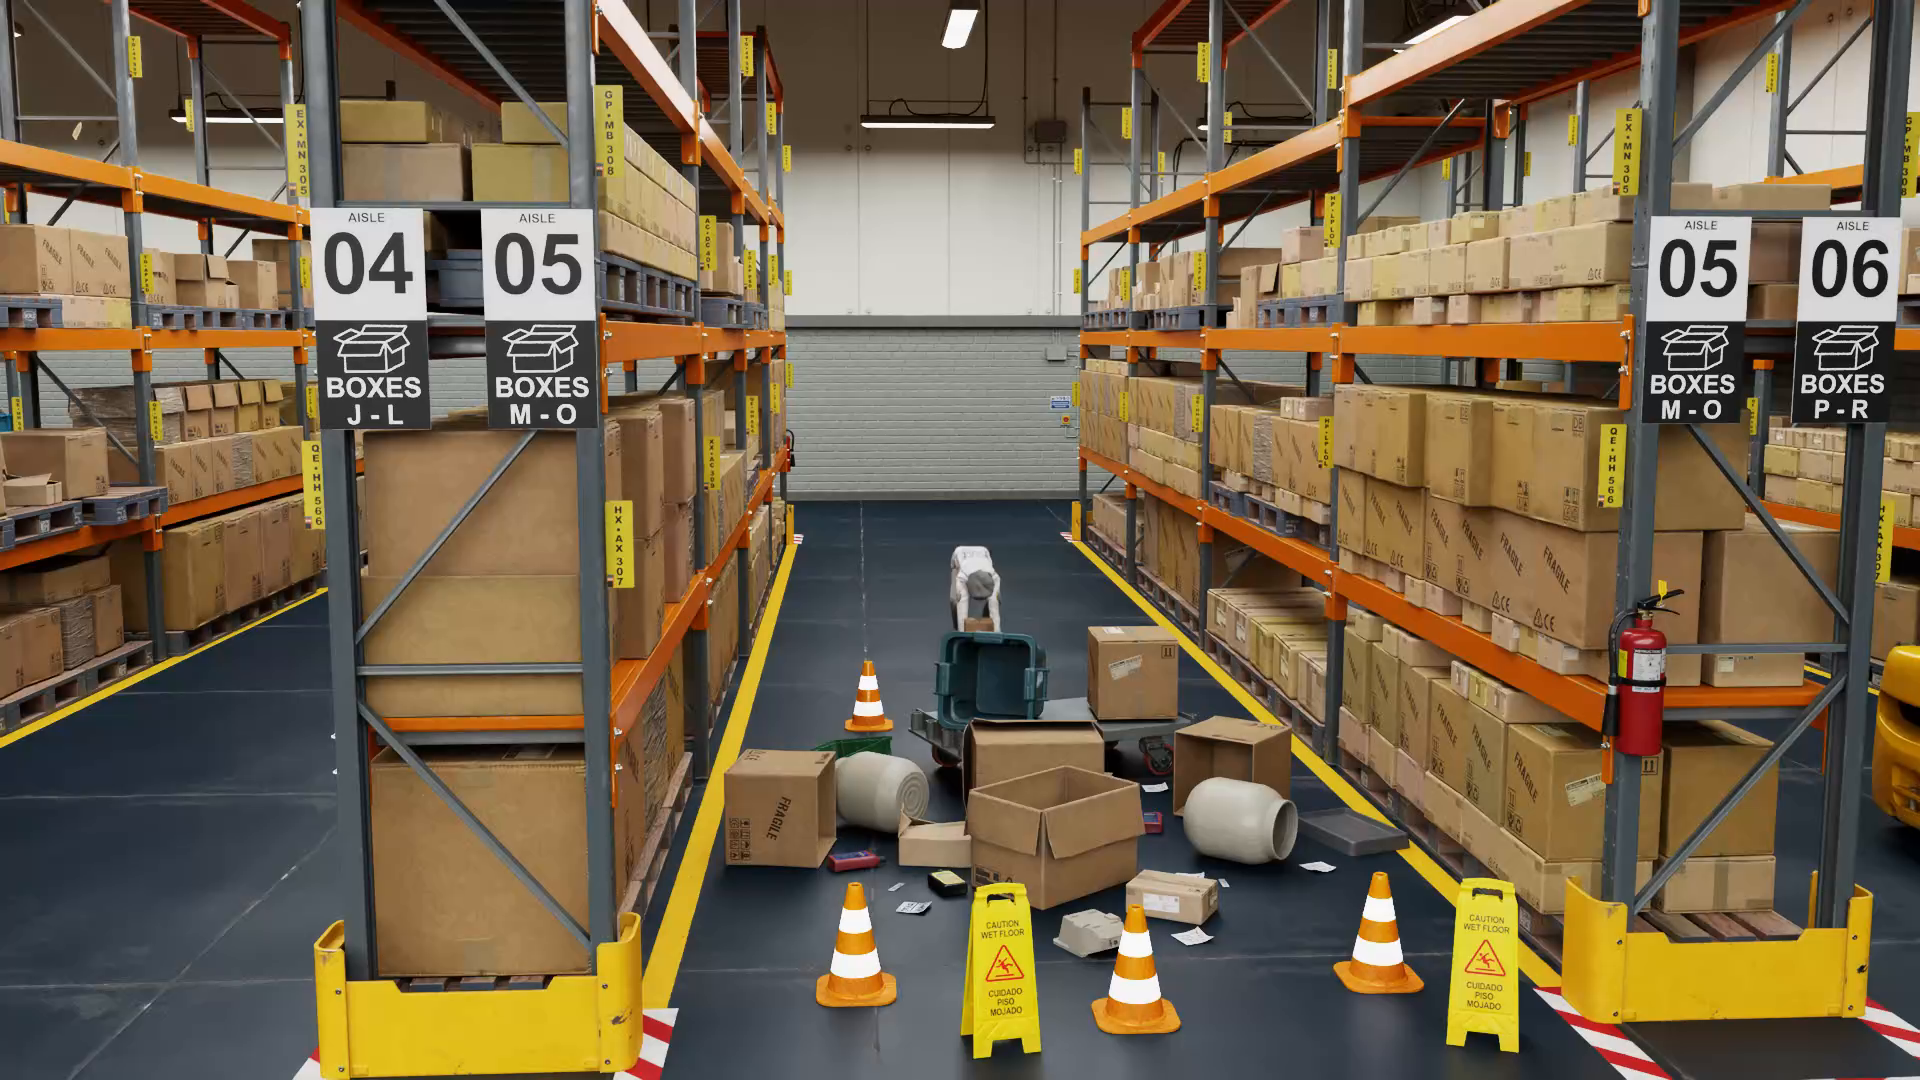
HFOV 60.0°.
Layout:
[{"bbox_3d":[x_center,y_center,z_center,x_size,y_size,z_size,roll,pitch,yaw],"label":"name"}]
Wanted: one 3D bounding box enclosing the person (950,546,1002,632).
[{"bbox_3d":[0.143,0.511,14.879,0.465,0.861,0.873,-1,7,-6],"label":"person"}]
